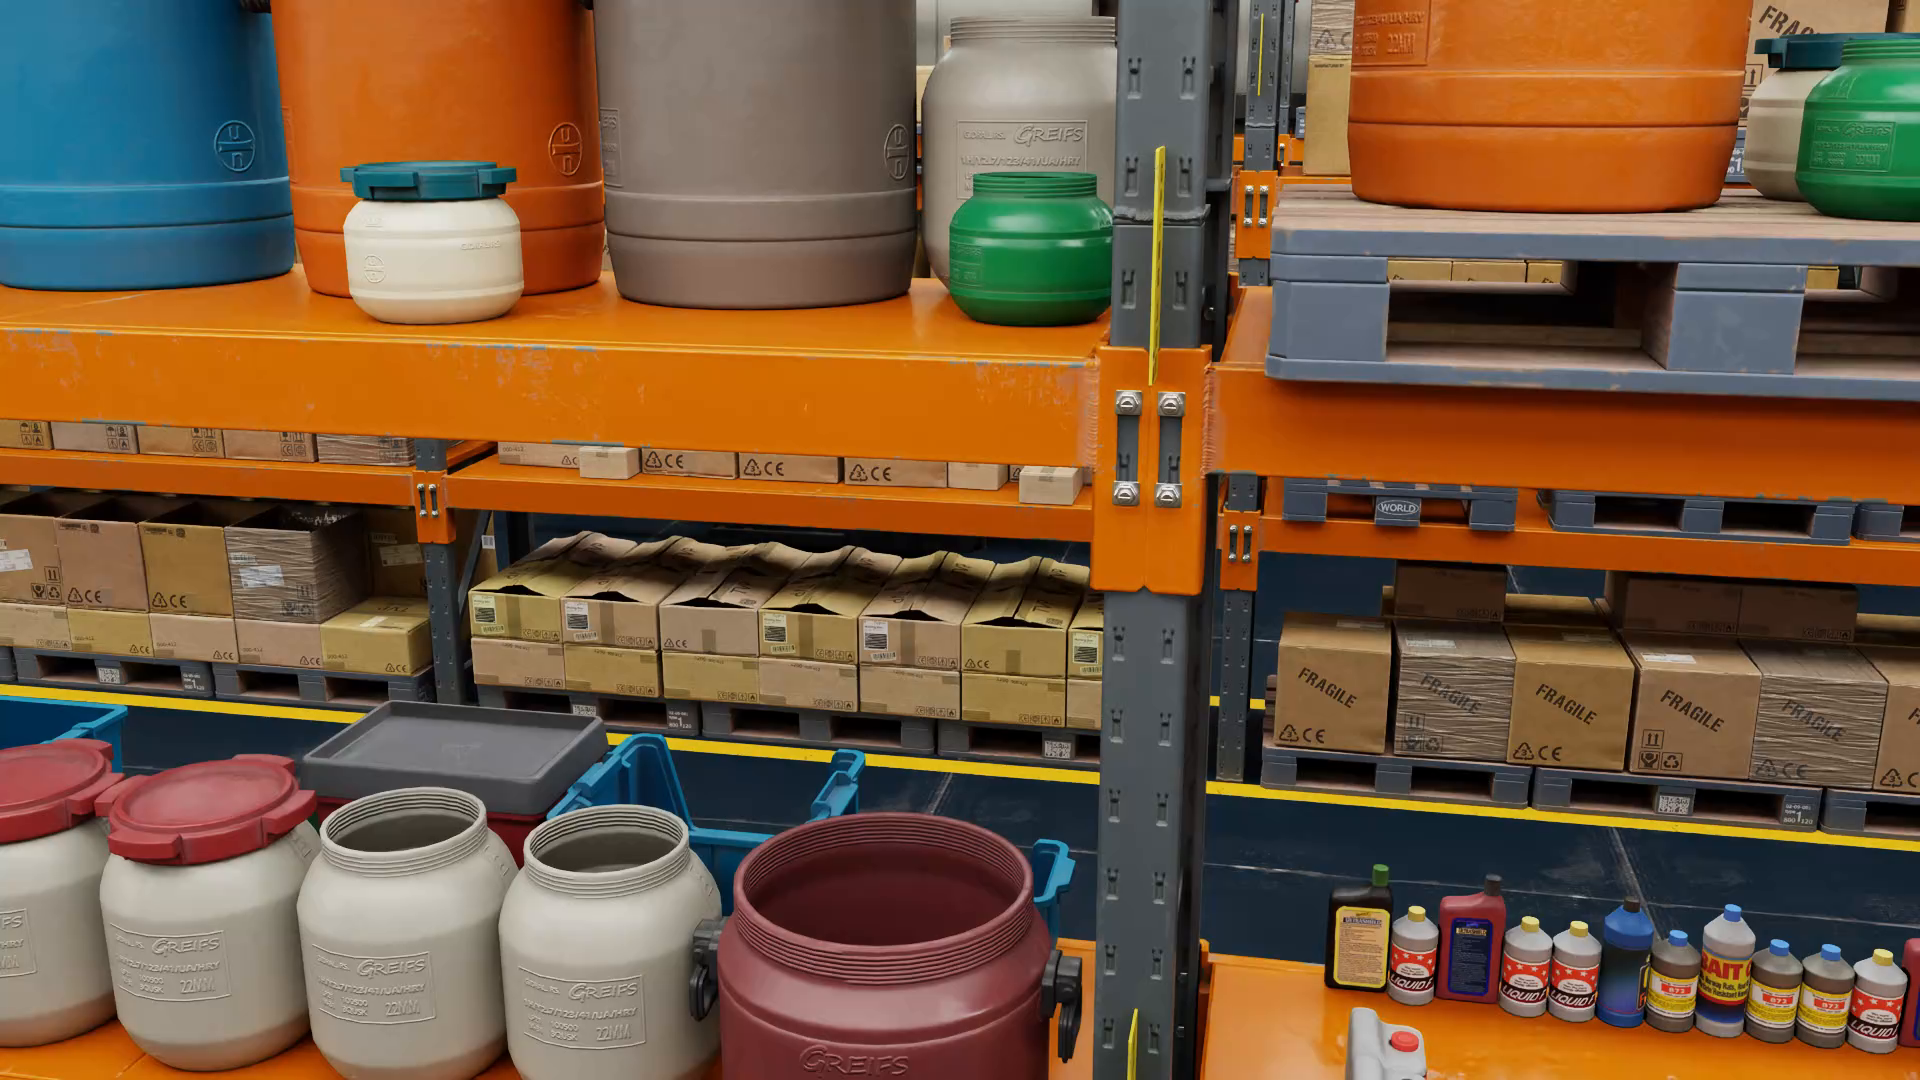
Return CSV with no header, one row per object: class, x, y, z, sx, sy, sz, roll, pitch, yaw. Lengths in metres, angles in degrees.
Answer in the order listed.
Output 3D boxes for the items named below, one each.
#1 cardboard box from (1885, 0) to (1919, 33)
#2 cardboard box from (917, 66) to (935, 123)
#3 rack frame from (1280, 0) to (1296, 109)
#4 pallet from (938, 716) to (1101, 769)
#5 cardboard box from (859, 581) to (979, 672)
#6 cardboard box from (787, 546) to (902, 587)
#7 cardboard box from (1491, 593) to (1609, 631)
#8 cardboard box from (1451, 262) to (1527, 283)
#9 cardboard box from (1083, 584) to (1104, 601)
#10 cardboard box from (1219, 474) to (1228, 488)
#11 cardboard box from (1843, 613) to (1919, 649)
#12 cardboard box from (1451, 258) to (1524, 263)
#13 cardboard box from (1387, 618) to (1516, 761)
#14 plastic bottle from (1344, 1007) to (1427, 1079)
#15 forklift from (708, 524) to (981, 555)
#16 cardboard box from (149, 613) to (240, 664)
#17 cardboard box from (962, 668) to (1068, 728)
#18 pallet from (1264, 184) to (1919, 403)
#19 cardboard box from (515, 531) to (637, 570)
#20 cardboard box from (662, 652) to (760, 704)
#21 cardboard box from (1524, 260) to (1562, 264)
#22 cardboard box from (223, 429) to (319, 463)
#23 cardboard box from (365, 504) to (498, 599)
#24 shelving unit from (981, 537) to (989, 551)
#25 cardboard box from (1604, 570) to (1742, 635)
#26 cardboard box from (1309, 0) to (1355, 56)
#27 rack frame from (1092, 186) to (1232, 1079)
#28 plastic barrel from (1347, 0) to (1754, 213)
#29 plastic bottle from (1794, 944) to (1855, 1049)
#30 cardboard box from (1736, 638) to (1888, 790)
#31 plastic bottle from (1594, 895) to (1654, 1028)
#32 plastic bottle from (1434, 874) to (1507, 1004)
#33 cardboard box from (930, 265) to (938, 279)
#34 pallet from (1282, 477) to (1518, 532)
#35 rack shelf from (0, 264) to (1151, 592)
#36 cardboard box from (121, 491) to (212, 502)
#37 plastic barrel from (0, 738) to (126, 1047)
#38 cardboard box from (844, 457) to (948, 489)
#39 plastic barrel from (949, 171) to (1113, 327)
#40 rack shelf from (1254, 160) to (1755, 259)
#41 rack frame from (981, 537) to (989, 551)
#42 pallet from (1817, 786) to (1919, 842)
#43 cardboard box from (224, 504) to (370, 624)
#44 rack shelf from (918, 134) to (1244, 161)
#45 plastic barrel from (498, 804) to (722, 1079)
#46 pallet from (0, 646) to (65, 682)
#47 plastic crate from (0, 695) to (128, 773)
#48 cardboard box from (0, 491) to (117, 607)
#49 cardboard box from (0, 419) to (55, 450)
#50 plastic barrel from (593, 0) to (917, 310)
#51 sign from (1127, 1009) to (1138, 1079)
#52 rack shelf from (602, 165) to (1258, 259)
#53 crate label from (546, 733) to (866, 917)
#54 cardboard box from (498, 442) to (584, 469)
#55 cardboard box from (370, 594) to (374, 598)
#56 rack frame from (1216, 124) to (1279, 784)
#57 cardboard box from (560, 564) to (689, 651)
cardboard box,4.152,-2.037,6.945,0.600,0.600,0.600,3,16,10
cardboard box,-0.161,-2.071,7.725,0.500,0.250,0.500,3,16,10
rack frame,2.354,-4.617,11.802,0.127,3.000,1.000,3,16,11
pallet,0.572,0.860,8.491,1.213,0.211,1.003,3,16,11
cardboard box,-0.196,0.406,8.221,0.500,0.311,0.500,3,16,11
cardboard box,-0.604,0.238,8.829,0.500,0.311,0.500,3,16,10
cardboard box,2.841,0.579,8.141,0.500,0.500,0.500,3,16,9
cardboard box,3.777,-1.777,12.006,0.500,0.500,0.500,3,16,11
cardboard box,0.916,0.318,8.538,0.500,0.311,0.500,4,16,13
cardboard box,1.023,-0.417,8.047,0.500,0.311,0.500,4,16,15
cardboard box,4.340,0.661,7.845,0.500,0.500,0.500,3,16,12
cardboard box,3.765,-2.143,11.921,0.500,0.250,0.500,3,16,11
cardboard box,2.274,0.688,7.746,0.500,0.500,0.500,3,16,9
plastic bottle,0.770,0.994,3.018,0.135,0.276,0.152,3,16,11
forklift,-1.309,-1.468,11.802,3.031,2.935,1.130,3,16,12
cardboard box,-4.028,0.461,9.073,0.500,0.250,0.500,3,16,11
cardboard box,0.301,0.703,8.201,0.500,0.250,0.500,3,16,10
pallet,1.110,-0.422,2.632,1.213,0.211,1.003,3,16,11
cardboard box,-2.095,0.157,9.121,0.500,0.311,0.500,3,16,11
cardboard box,-1.194,0.621,8.495,0.500,0.250,0.500,3,16,9
cardboard box,4.267,-2.117,11.829,0.500,0.250,0.500,3,16,10
cardboard box,-3.503,-0.739,8.853,0.500,0.500,0.700,3,16,11
cardboard box,-2.941,0.012,9.287,0.500,0.500,0.500,3,16,11
shelving unit,0.714,-0.681,11.643,1.048,1.500,0.538,3,16,12
cardboard box,3.393,0.245,7.941,0.500,0.250,0.500,3,16,10
cardboard box,1.797,-2.380,7.287,0.500,0.500,0.500,3,16,11
rack frame,0.380,0.866,3.247,0.127,3.000,1.000,3,16,11
plastic barrel,0.936,-0.958,2.621,0.708,0.830,0.600,3,16,11
plastic bottle,1.769,0.926,3.402,0.097,0.201,0.097,0,15,0
cardboard box,3.776,0.769,7.454,0.500,0.500,0.500,3,16,12
plastic bottle,1.388,0.872,3.468,0.097,0.271,0.097,0,15,0
plastic bottle,1.087,0.844,3.543,0.133,0.283,0.061,3,16,11
cardboard box,0.124,-2.104,12.958,0.500,0.500,0.700,5,16,19
pallet,2.049,-0.319,7.885,1.003,0.211,1.213,3,16,11
rack shelf,-1.580,-0.339,3.326,4.000,0.370,1.077,3,16,11
cardboard box,-4.411,-0.067,9.573,0.500,0.500,0.500,3,16,11
plastic barrel,-1.927,0.735,3.465,0.433,0.535,0.433,0,15,0
cardboard box,-0.277,-0.563,8.217,0.500,0.500,0.500,2,16,8
plastic barrel,0.128,-0.504,2.866,0.294,0.245,0.294,0,15,0
rack shelf,3.331,-1.422,7.235,4.000,0.370,1.077,3,16,11
rack frame,0.217,-0.710,11.745,0.032,1.500,0.500,3,16,12
pallet,4.486,1.094,7.648,1.213,0.211,1.003,3,16,11
cardboard box,-3.535,0.122,8.892,0.500,0.500,0.500,3,16,11
rack shelf,0.394,-2.931,12.682,4.000,0.370,1.077,3,16,11
plastic barrel,-0.671,0.813,3.227,0.421,0.512,0.421,0,15,0
pallet,-5.711,0.518,9.725,1.213,0.211,1.003,3,16,11
plastic crate,-2.397,0.638,4.099,0.575,0.384,0.392,3,16,11
cardboard box,-5.005,0.042,9.180,0.500,0.500,0.500,3,16,11
cardboard box,-5.013,-0.821,9.148,0.500,0.500,0.700,3,16,11
plastic barrel,-0.382,-0.922,3.142,0.600,0.901,0.600,0,15,0
sign,0.277,0.932,2.704,0.005,0.325,0.100,3,16,11
rack shelf,-0.589,-1.635,8.003,4.000,0.370,1.077,3,16,11
crate label,-0.540,0.725,3.688,0.616,0.435,0.502,3,16,11
cardboard box,-2.058,-0.555,8.659,0.500,0.250,0.500,4,16,15
cardboard box,-3.432,0.348,9.479,0.500,0.250,0.500,3,16,11
rack frame,1.371,-0.430,7.924,0.127,3.000,1.000,3,16,11
cardboard box,-1.704,0.325,8.512,0.500,0.311,0.500,3,16,10
